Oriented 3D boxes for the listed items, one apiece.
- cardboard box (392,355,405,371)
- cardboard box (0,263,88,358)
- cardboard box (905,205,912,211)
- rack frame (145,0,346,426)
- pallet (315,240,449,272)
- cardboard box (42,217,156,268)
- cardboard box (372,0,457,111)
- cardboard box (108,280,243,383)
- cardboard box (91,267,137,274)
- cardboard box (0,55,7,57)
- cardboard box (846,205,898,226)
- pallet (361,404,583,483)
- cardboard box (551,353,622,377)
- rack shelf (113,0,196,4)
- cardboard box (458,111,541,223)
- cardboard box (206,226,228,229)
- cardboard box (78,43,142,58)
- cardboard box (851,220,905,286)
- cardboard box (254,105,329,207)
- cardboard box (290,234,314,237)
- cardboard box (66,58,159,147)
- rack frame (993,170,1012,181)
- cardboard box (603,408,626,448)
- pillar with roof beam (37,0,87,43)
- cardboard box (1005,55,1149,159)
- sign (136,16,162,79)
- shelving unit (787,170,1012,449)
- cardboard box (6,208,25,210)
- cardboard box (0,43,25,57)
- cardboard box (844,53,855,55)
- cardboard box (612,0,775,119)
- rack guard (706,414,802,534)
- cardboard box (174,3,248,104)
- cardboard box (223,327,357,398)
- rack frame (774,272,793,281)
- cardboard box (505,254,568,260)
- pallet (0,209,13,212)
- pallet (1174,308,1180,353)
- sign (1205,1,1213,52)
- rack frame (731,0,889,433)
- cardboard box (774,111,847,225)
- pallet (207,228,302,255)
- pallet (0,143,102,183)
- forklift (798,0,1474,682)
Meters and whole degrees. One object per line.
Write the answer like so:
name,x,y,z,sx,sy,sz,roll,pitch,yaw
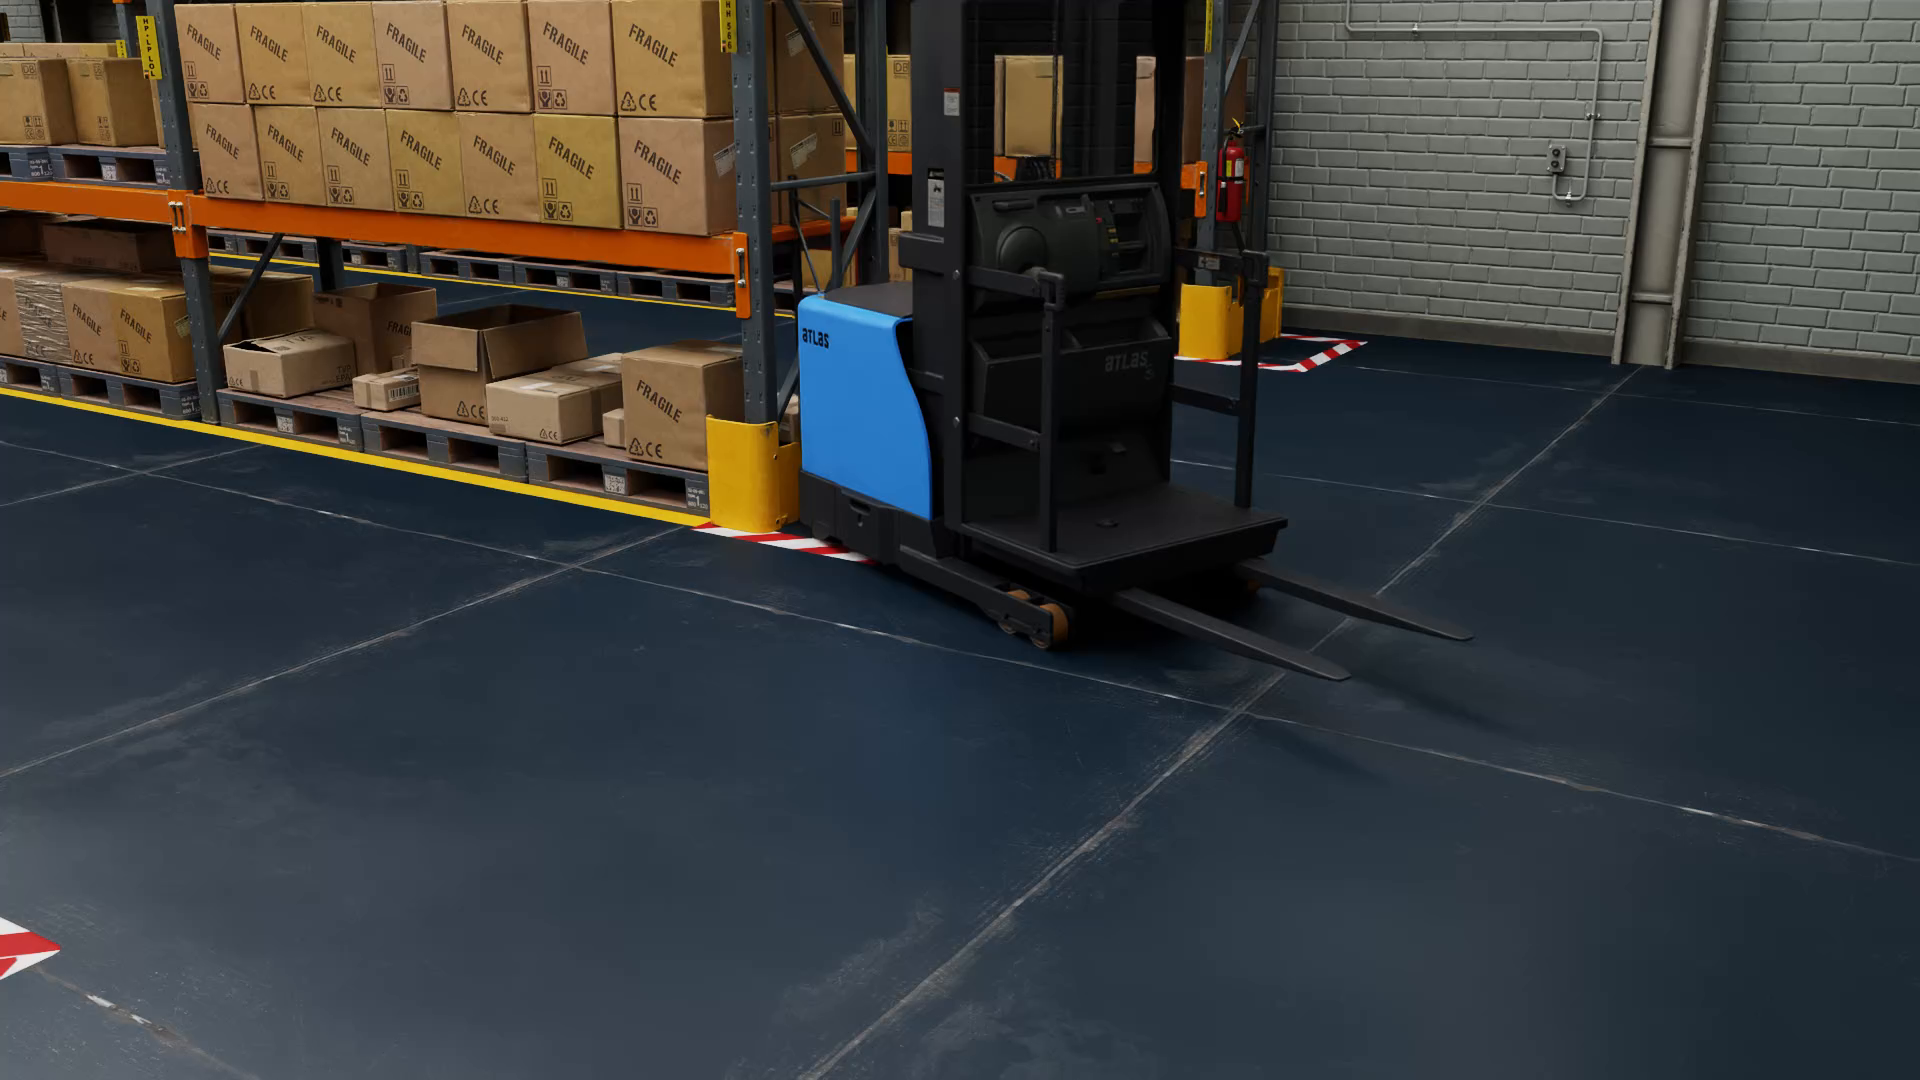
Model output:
cardboard box,-3.076,-1.012,9.699,0.250,0.149,0.380,10,20,30
cardboard box,-5.910,-1.473,10.613,0.500,0.500,0.500,9,19,28
cardboard box,-0.233,-2.579,13.173,0.250,0.149,0.380,9,19,28
rack frame,-4.061,-2.224,9.542,0.127,3.000,1.000,10,20,30
pallet,-5.546,-2.845,16.383,1.213,0.211,1.003,10,20,30
cardboard box,-5.626,-1.959,10.925,0.500,0.250,0.500,10,19,29
cardboard box,-2.489,-2.374,8.143,0.500,0.500,0.500,11,20,32
cardboard box,-4.632,-1.243,9.855,0.500,0.500,0.500,10,20,30
cardboard box,-5.228,-1.529,10.796,0.500,0.500,0.500,10,20,31
cardboard box,-6.874,-3.013,11.246,0.500,0.500,0.700,4,17,12
cardboard box,-0.692,-2.530,13.012,0.250,0.149,0.380,11,20,32
pallet,-2.433,-0.600,8.992,1.213,0.211,1.003,10,20,30
cardboard box,-1.820,-0.815,8.879,0.500,0.250,0.500,10,20,30
rack shelf,-9.993,-6.064,18.259,4.000,0.370,1.077,10,20,30
cardboard box,-2.043,-1.819,8.038,0.500,0.500,0.500,10,20,30
cardboard box,-7.653,-3.575,17.533,0.500,0.500,0.700,11,20,32
cardboard box,-8.854,-4.960,17.483,0.500,0.500,0.500,10,20,30
cardboard box,-0.462,-2.240,13.173,0.500,0.500,0.700,10,20,30
cardboard box,-3.332,-2.050,8.796,0.500,0.500,0.500,11,20,31
cardboard box,-6.338,-3.347,16.781,0.500,0.500,0.700,10,20,30
cardboard box,-4.967,-2.689,10.178,0.500,0.500,0.700,14,22,39
rack frame,0.248,-1.112,8.107,0.032,1.500,0.500,-14,30,-25
cardboard box,-1.543,-0.576,8.234,0.250,0.166,0.380,10,20,30
pillar with roof beam,-12.901,-7.189,15.564,0.400,9.000,9.100,10,20,30
cardboard box,0.871,-3.170,12.138,0.700,0.700,0.980,10,20,30
sign,-4.349,-2.640,8.919,0.005,0.325,0.100,10,20,30
shelving unit,-0.191,-1.003,7.895,1.083,1.500,0.587,-14,30,-25
cardboard box,-10.669,-3.986,19.213,0.500,0.311,0.500,12,21,35
cardboard box,-10.149,-5.193,18.249,0.500,0.500,0.500,11,20,32
cardboard box,-1.018,-3.508,13.254,0.700,0.700,0.980,10,20,31
cardboard box,-1.176,-2.141,7.378,0.500,0.500,0.500,10,20,30
rack guard,-0.717,-0.431,7.940,0.348,0.500,1.175,10,20,30
cardboard box,-3.807,-2.609,8.917,0.500,0.500,0.500,11,20,31
cardboard box,-3.817,-1.031,9.482,0.500,0.311,0.500,10,20,30
rack frame,-1.472,-3.451,13.583,0.127,3.000,1.000,10,20,30
cardboard box,-3.579,-2.953,14.918,0.750,0.750,0.750,10,20,30
pallet,-10.959,-3.799,19.523,1.213,0.211,1.003,10,20,30
pallet,1.214,-1.611,12.322,1.213,0.211,1.003,10,20,30
sign,1.641,-3.378,10.941,0.005,0.325,0.100,10,20,30
rack frame,-0.653,-1.616,7.539,0.127,3.000,1.000,10,20,30
cardboard box,-0.893,-1.796,7.961,0.500,0.500,0.500,11,20,31
pallet,-7.625,-3.216,17.605,1.213,0.211,1.003,10,20,30
pallet,-5.810,-2.446,10.603,1.213,0.211,1.003,10,20,30
forklift,0.559,-1.165,6.173,1.130,2.935,3.031,-12,21,-34
